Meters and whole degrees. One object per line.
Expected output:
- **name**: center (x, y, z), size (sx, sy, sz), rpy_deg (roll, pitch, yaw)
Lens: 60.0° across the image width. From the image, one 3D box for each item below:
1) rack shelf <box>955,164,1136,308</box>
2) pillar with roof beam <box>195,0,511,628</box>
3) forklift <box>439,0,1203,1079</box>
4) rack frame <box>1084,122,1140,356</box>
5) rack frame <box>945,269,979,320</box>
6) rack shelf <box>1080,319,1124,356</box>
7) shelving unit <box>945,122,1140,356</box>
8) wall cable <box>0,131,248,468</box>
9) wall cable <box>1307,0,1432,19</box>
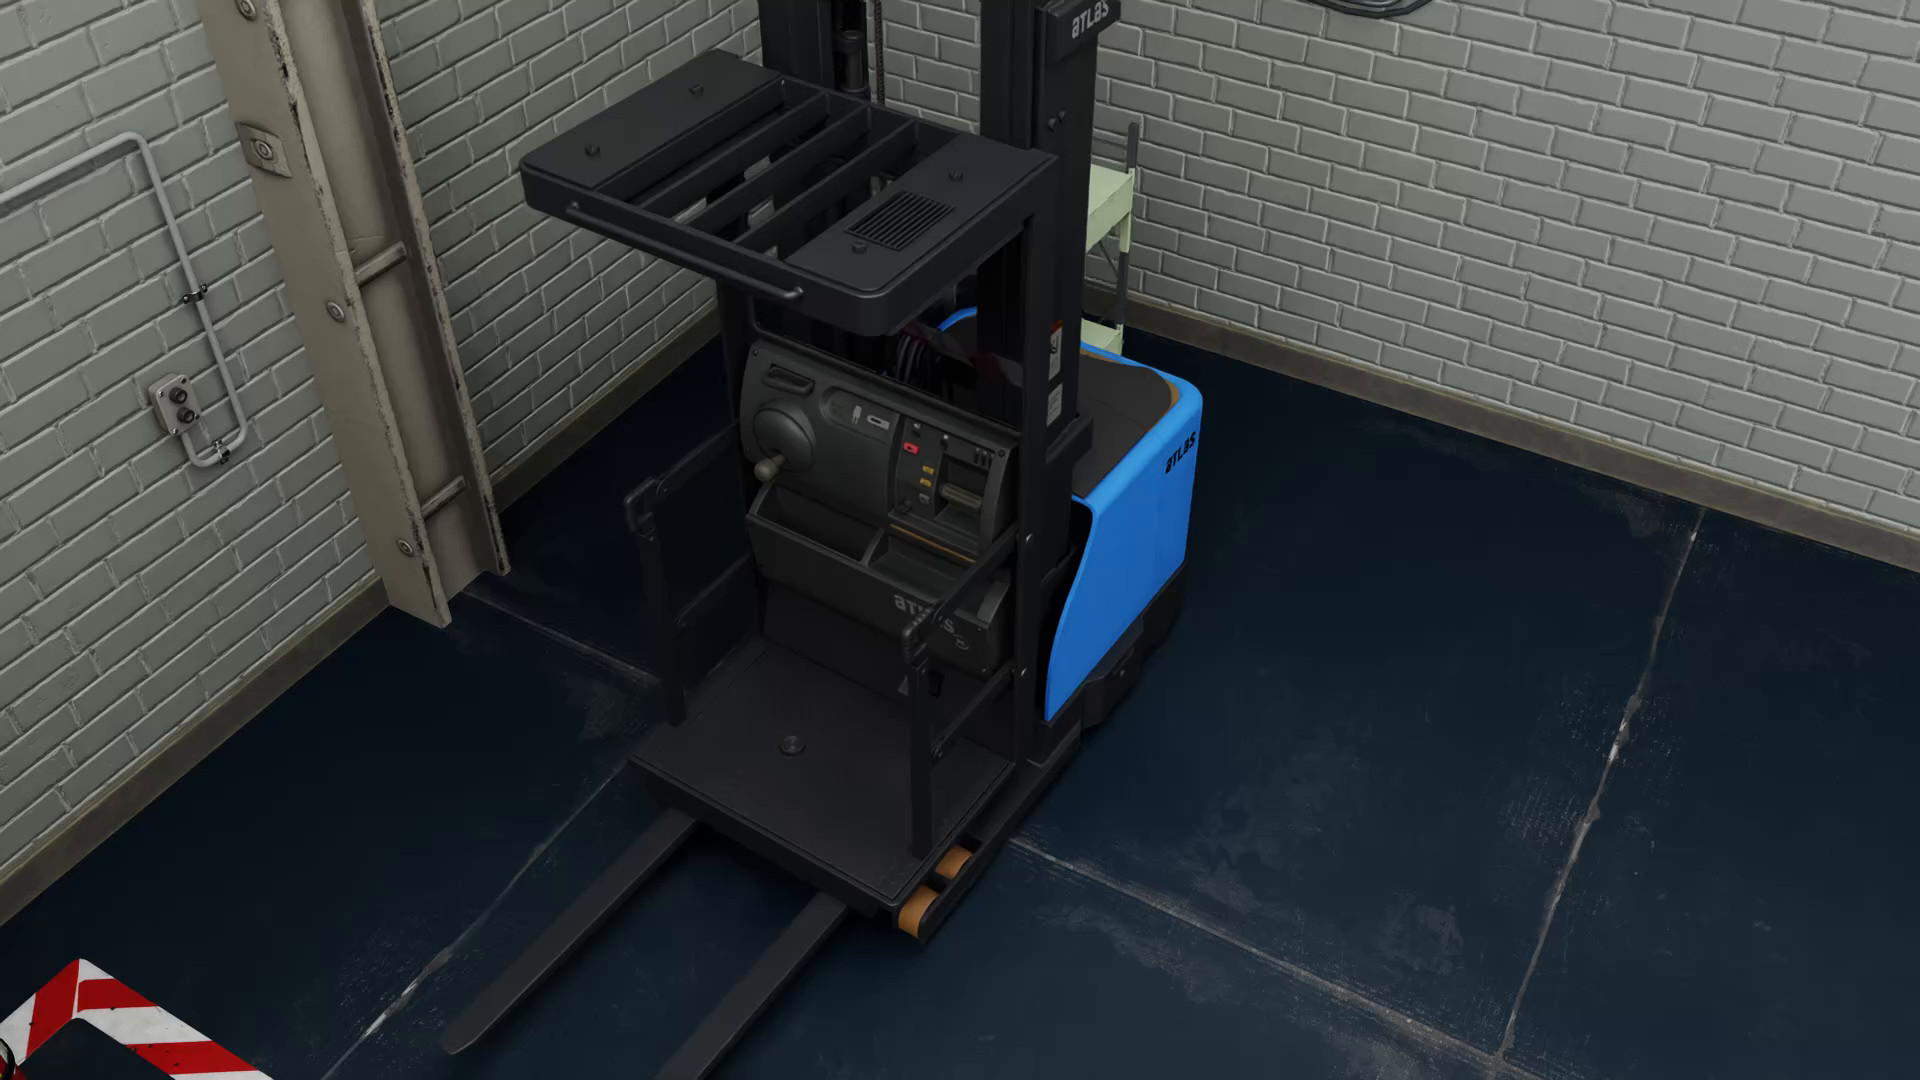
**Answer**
- **rack shelf**: center (0.309, -1.152, 6.333), size (0.431, 0.370, 0.720), rpy_deg (22, 46, 23)
- **pillar with roof beam**: center (1.713, -1.778, 1.960), size (9.100, 9.000, 0.400), rpy_deg (21, 45, 22)
- **forklift**: center (-0.380, -0.194, 4.752), size (1.130, 2.935, 3.031), rpy_deg (24, 47, 25)
- **rack frame**: center (0.500, -1.066, 6.826), size (0.400, 1.500, 0.023), rpy_deg (22, 46, 23)
- **rack frame**: center (0.118, -0.653, 6.357), size (0.400, 1.500, 0.023), rpy_deg (22, 46, 23)
- **rack shelf**: center (0.309, -0.615, 6.807), size (0.431, 0.370, 0.720), rpy_deg (22, 46, 23)
- **shelving unit**: center (0.309, -0.860, 6.591), size (0.431, 1.500, 0.755), rpy_deg (22, 46, 23)
- **wall cable**: center (-2.795, -0.546, 4.332), size (0.084, 1.984, 1.851), rpy_deg (21, 45, 22)
- **wall cable**: center (0.523, -3.324, 6.065), size (3.097, 2.526, 0.112), rpy_deg (21, 45, 22)
